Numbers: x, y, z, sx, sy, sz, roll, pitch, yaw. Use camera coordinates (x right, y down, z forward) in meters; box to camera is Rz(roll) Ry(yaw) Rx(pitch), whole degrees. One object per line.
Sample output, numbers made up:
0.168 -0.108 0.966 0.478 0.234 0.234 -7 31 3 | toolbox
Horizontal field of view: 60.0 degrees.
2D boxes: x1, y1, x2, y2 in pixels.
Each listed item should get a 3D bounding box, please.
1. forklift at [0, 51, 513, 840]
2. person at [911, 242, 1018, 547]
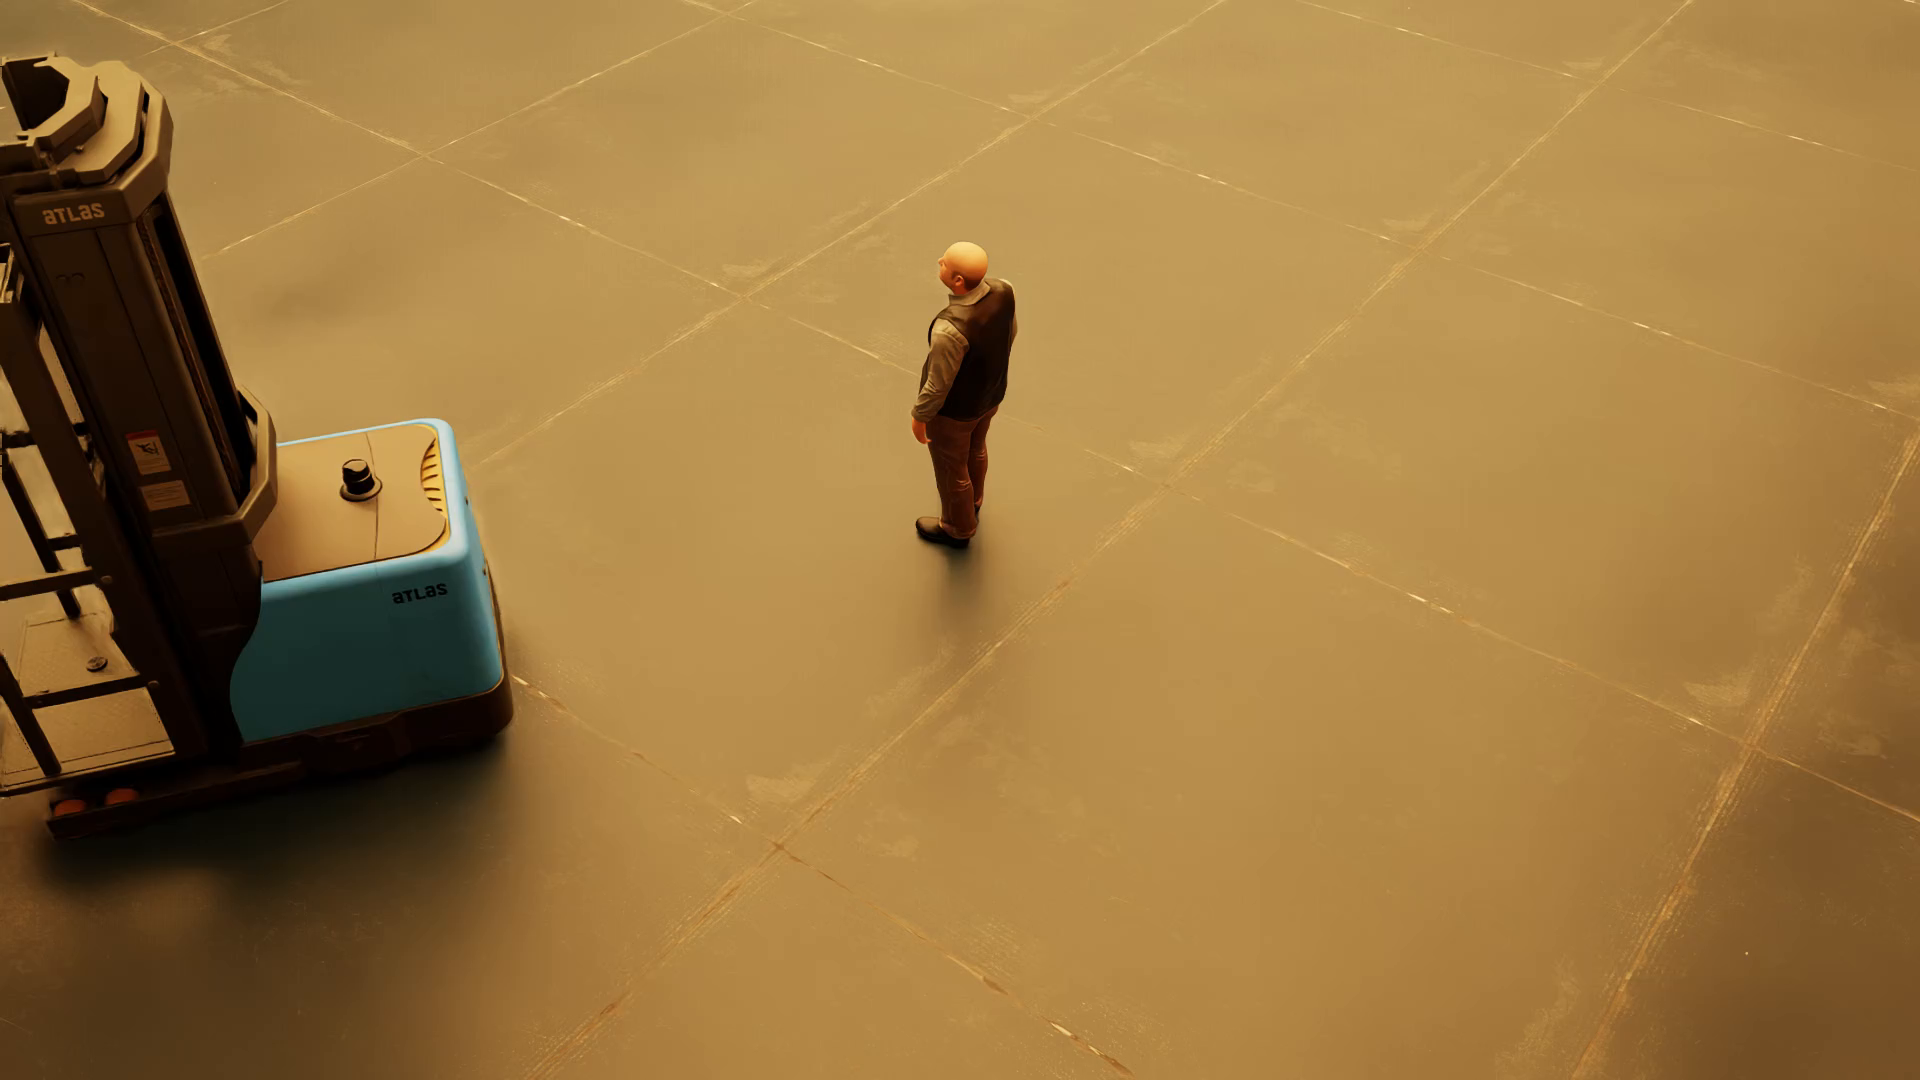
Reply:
-3.542 -0.267 6.387 3.031 2.935 1.130 -12 42 -13 | forklift
-0.044 -0.689 7.804 0.568 1.720 0.632 26 47 28 | person
